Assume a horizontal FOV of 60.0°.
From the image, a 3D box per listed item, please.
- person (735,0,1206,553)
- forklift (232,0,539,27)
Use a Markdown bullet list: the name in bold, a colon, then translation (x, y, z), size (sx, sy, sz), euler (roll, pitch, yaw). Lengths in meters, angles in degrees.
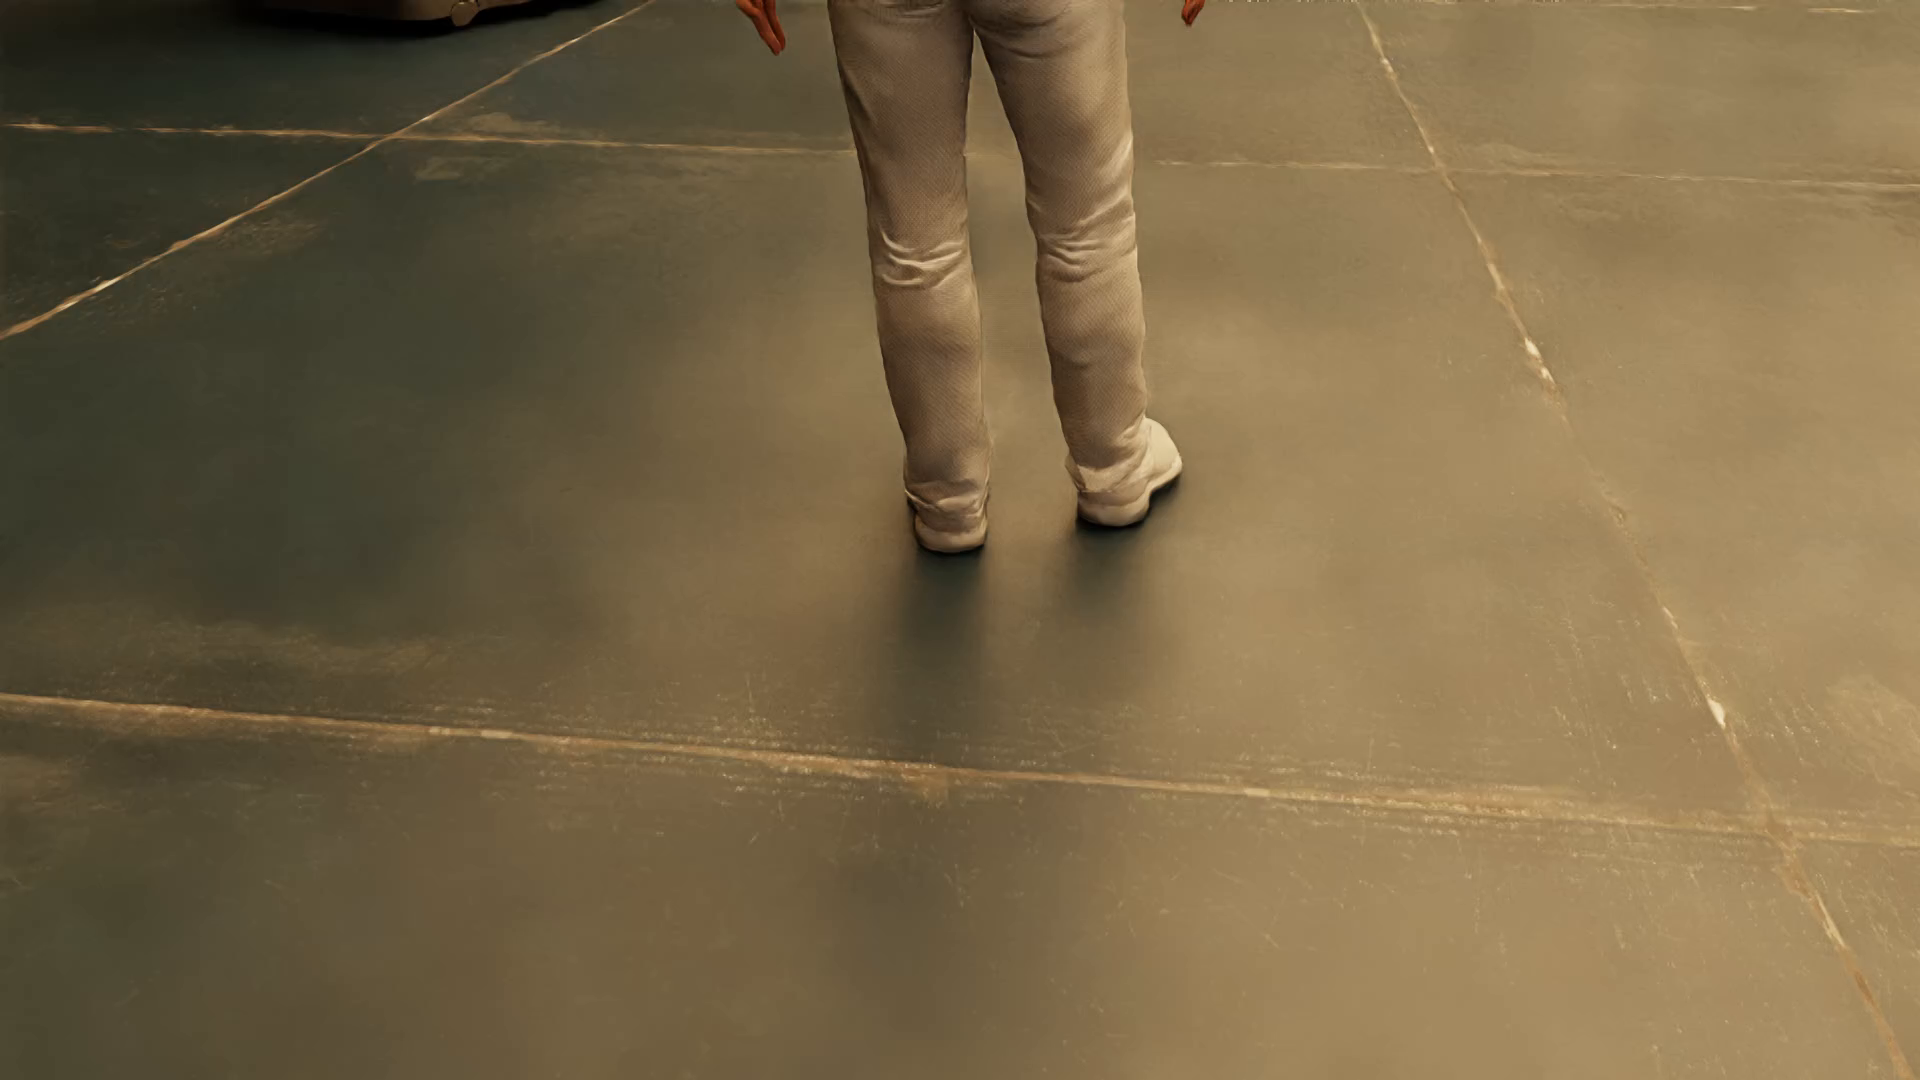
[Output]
- **person**: translation (0.014, -0.827, 2.164), size (0.665, 1.766, 0.576), euler (3, 27, 7)
- **forklift**: translation (-1.785, -3.883, 7.000), size (1.130, 2.935, 3.031), euler (13, 29, 24)
